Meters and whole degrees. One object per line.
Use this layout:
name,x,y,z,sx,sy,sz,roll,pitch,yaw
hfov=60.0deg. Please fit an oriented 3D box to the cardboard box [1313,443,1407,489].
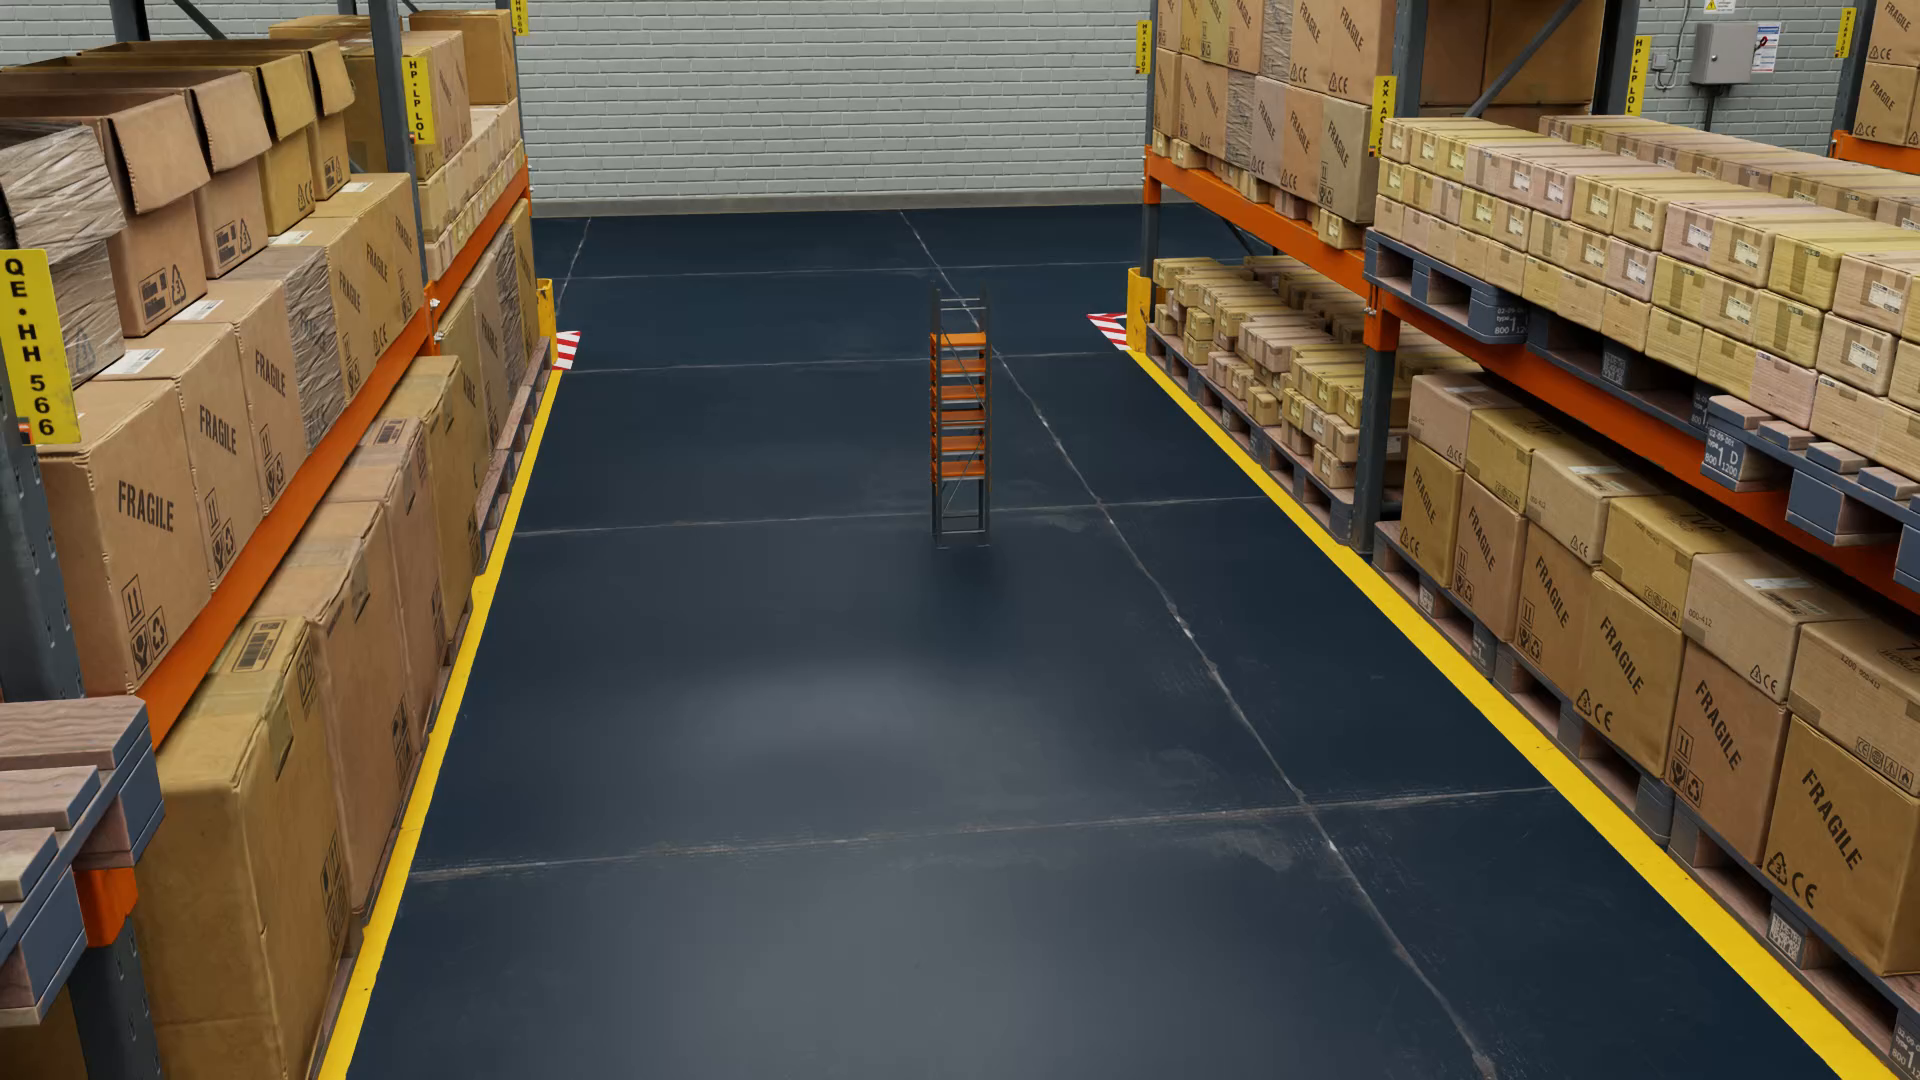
cardboard box,1.895,-0.357,7.860,0.380,0.149,0.250,-3,21,-7

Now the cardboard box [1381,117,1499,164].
cardboard box,1.890,-1.576,6.556,0.380,0.149,0.250,-2,21,-5

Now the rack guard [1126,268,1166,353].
rack guard,1.723,-1.565,11.192,1.175,0.500,0.348,-3,21,-8

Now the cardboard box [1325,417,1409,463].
cardboard box,1.928,-0.471,7.739,0.380,0.149,0.250,-3,21,-7

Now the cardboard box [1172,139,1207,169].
cardboard box,1.498,-2.334,10.037,0.380,0.149,0.250,-4,21,-9

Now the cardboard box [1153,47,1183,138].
cardboard box,1.503,-2.779,10.302,0.500,0.500,0.500,-2,21,-5

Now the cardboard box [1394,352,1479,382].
cardboard box,2.377,-0.830,8.277,0.380,0.149,0.250,-3,21,-9

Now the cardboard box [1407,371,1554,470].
cardboard box,2.133,-0.485,6.629,0.500,0.250,0.500,-4,21,-10

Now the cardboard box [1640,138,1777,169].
cardboard box,2.652,-1.333,5.905,0.380,0.149,0.250,-3,21,-8

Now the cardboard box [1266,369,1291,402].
cardboard box,1.826,-0.835,8.714,0.380,0.149,0.250,-2,21,-6

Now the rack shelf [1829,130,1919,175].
rack shelf,6.884,-2.017,9.859,1.077,0.370,4.000,-3,21,-8

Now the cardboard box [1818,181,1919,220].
cardboard box,2.799,-0.975,4.948,0.380,0.149,0.250,-2,21,-6

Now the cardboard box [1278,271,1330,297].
cardboard box,2.181,-1.559,10.226,0.380,0.149,0.250,-3,21,-9

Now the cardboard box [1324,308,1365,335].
cardboard box,2.244,-1.189,9.238,0.380,0.149,0.250,-3,21,-7

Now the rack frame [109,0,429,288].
rack frame,-2.634,-1.162,6.541,1.000,3.000,0.127,-3,21,-8

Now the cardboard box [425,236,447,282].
cardboard box,-2.348,-1.164,6.904,0.380,0.149,0.250,-3,21,-8

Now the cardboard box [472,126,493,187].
cardboard box,-2.653,-1.930,8.385,0.500,0.250,0.500,-3,21,-8

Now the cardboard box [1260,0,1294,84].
cardboard box,1.813,-2.538,8.227,0.500,0.500,0.500,-2,21,-6

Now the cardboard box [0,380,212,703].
cardboard box,-1.859,-0.006,3.303,0.500,0.500,0.500,-2,21,-6

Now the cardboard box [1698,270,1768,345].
cardboard box,2.227,-0.629,4.446,0.380,0.149,0.250,-3,21,-8

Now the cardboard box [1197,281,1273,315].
cardboard box,1.637,-1.439,9.906,0.380,0.149,0.250,-4,21,-10

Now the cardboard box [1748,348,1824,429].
cardboard box,2.267,-0.394,4.243,0.380,0.149,0.250,-3,21,-7

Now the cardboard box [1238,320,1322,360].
cardboard box,1.719,-1.075,8.932,0.380,0.149,0.250,-4,21,-10

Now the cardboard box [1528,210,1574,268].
cardboard box,2.084,-0.982,5.392,0.380,0.149,0.250,-3,21,-9

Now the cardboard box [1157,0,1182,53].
cardboard box,1.514,-3.248,10.128,0.500,0.500,0.500,-3,21,-8

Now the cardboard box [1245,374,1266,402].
cardboard box,1.774,-0.809,9.070,0.380,0.149,0.250,-3,21,-7

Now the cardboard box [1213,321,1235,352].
cardboard box,1.702,-1.209,9.716,0.380,0.149,0.250,-4,21,-10

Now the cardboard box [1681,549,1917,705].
cardboard box,2.423,0.233,4.707,0.500,0.250,0.500,-3,21,-7

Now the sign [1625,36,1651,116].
sign,2.837,-1.949,6.993,0.100,0.325,0.005,-3,21,-8

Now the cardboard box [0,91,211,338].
cardboard box,-2.238,-0.774,3.924,0.797,0.503,0.637,-2,21,-6

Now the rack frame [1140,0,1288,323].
rack frame,1.712,-2.762,10.825,1.000,3.000,0.127,-3,21,-8

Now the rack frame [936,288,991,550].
rack frame,0.015,-0.525,7.408,0.240,1.200,0.006,-3,21,-8

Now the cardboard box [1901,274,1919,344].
cardboard box,2.341,-0.497,3.668,0.380,0.149,0.250,-4,21,-10

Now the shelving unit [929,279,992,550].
shelving unit,0.002,-0.557,7.493,0.258,1.200,0.189,-3,21,-8

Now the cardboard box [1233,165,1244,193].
cardboard box,1.709,-1.978,9.085,0.380,0.149,0.250,-2,21,-6

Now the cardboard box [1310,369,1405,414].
cardboard box,1.903,-0.714,7.964,0.380,0.149,0.250,-3,21,-7

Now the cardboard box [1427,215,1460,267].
cardboard box,1.968,-1.114,6.172,0.380,0.149,0.250,-3,21,-7

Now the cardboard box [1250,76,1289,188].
cardboard box,1.795,-2.069,8.400,0.500,0.500,0.500,-3,21,-8

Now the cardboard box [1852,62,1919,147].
cardboard box,6.381,-2.913,11.086,0.500,0.500,0.500,-3,21,-8

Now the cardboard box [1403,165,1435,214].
cardboard box,1.929,-1.347,6.368,0.380,0.149,0.250,-3,21,-9

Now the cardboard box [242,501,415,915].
cardboard box,-2.258,0.472,4.601,1.225,0.875,0.875,-3,21,-8

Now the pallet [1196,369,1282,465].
pallet,1.977,-0.725,9.356,1.003,0.211,1.213,-3,21,-8

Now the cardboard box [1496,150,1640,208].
cardboard box,2.042,-1.215,5.591,0.380,0.149,0.250,-3,21,-8

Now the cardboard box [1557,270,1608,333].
cardboard box,2.117,-0.758,5.216,0.380,0.149,0.250,-4,21,-10

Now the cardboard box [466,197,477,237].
cardboard box,-2.501,-1.525,7.872,0.380,0.149,0.250,-3,21,-9

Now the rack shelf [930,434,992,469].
rack shelf,0.002,-0.403,7.550,0.258,0.103,0.180,-3,21,-8

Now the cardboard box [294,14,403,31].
cardboard box,-3.337,-2.615,9.147,0.500,0.500,0.500,-3,21,-9

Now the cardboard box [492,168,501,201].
cardboard box,-2.647,-1.879,8.820,0.380,0.149,0.250,-3,21,-8

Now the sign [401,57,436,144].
sign,-2.099,-1.698,6.434,0.100,0.325,0.005,-3,21,-8

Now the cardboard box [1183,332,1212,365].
cardboard box,1.560,-1.160,10.009,0.380,0.149,0.250,-3,21,-7

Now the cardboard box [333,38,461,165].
cardboard box,-2.514,-1.932,7.320,0.500,0.500,0.500,-3,21,-8

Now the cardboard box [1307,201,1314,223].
cardboard box,1.922,-1.619,8.122,0.380,0.149,0.250,-3,21,-9

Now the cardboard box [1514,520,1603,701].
cardboard box,2.299,0.230,5.786,0.500,0.500,0.500,-3,21,-7

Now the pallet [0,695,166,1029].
pallet,-1.850,0.554,2.220,1.213,0.211,1.003,-3,21,-8

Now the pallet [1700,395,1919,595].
pallet,2.657,-0.144,4.089,1.213,0.211,1.003,-3,21,-8

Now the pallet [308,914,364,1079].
pallet,-2.097,1.252,4.062,1.003,0.211,1.213,-3,21,-8

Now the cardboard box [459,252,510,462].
cardboard box,-2.780,-0.908,8.296,0.875,0.875,0.875,-3,21,-8

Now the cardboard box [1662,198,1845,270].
cardboard box,2.198,-0.851,4.615,0.380,0.149,0.250,-3,21,-8

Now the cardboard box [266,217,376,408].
cardboard box,-2.150,-0.709,5.184,0.500,0.500,0.500,-3,21,-8

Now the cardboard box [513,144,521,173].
cardboard box,-2.795,-2.233,9.766,0.380,0.149,0.250,-3,21,-7
